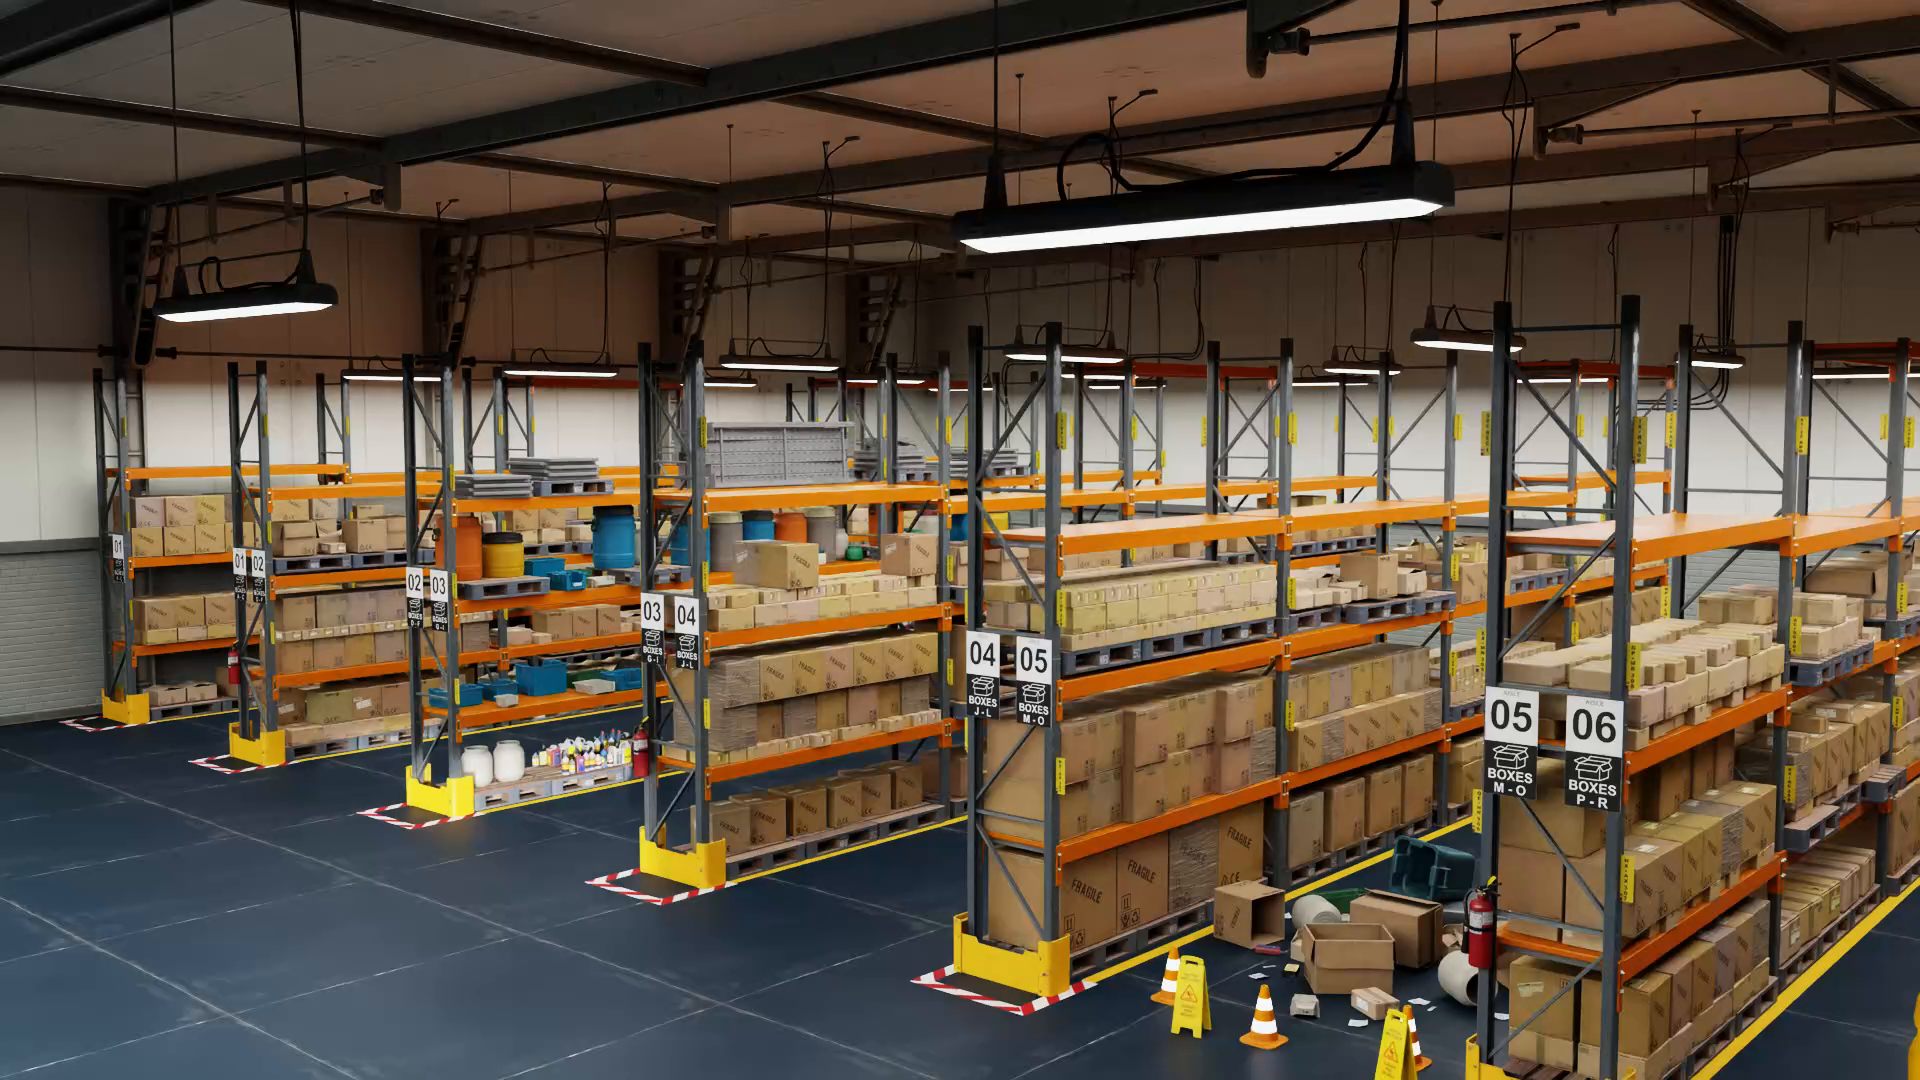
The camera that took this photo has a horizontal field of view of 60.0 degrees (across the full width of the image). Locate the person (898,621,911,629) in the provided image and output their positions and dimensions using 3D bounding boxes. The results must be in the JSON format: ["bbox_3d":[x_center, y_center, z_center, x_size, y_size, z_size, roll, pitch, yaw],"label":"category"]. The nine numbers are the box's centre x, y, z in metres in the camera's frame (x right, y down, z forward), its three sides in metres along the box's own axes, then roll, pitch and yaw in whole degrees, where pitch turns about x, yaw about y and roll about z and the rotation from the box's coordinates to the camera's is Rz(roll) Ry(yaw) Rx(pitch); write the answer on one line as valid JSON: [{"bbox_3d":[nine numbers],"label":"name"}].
[{"bbox_3d":[-1.149,1.838,33.311,0.735,1.731,1.091,3,5,37],"label":"person"}]
